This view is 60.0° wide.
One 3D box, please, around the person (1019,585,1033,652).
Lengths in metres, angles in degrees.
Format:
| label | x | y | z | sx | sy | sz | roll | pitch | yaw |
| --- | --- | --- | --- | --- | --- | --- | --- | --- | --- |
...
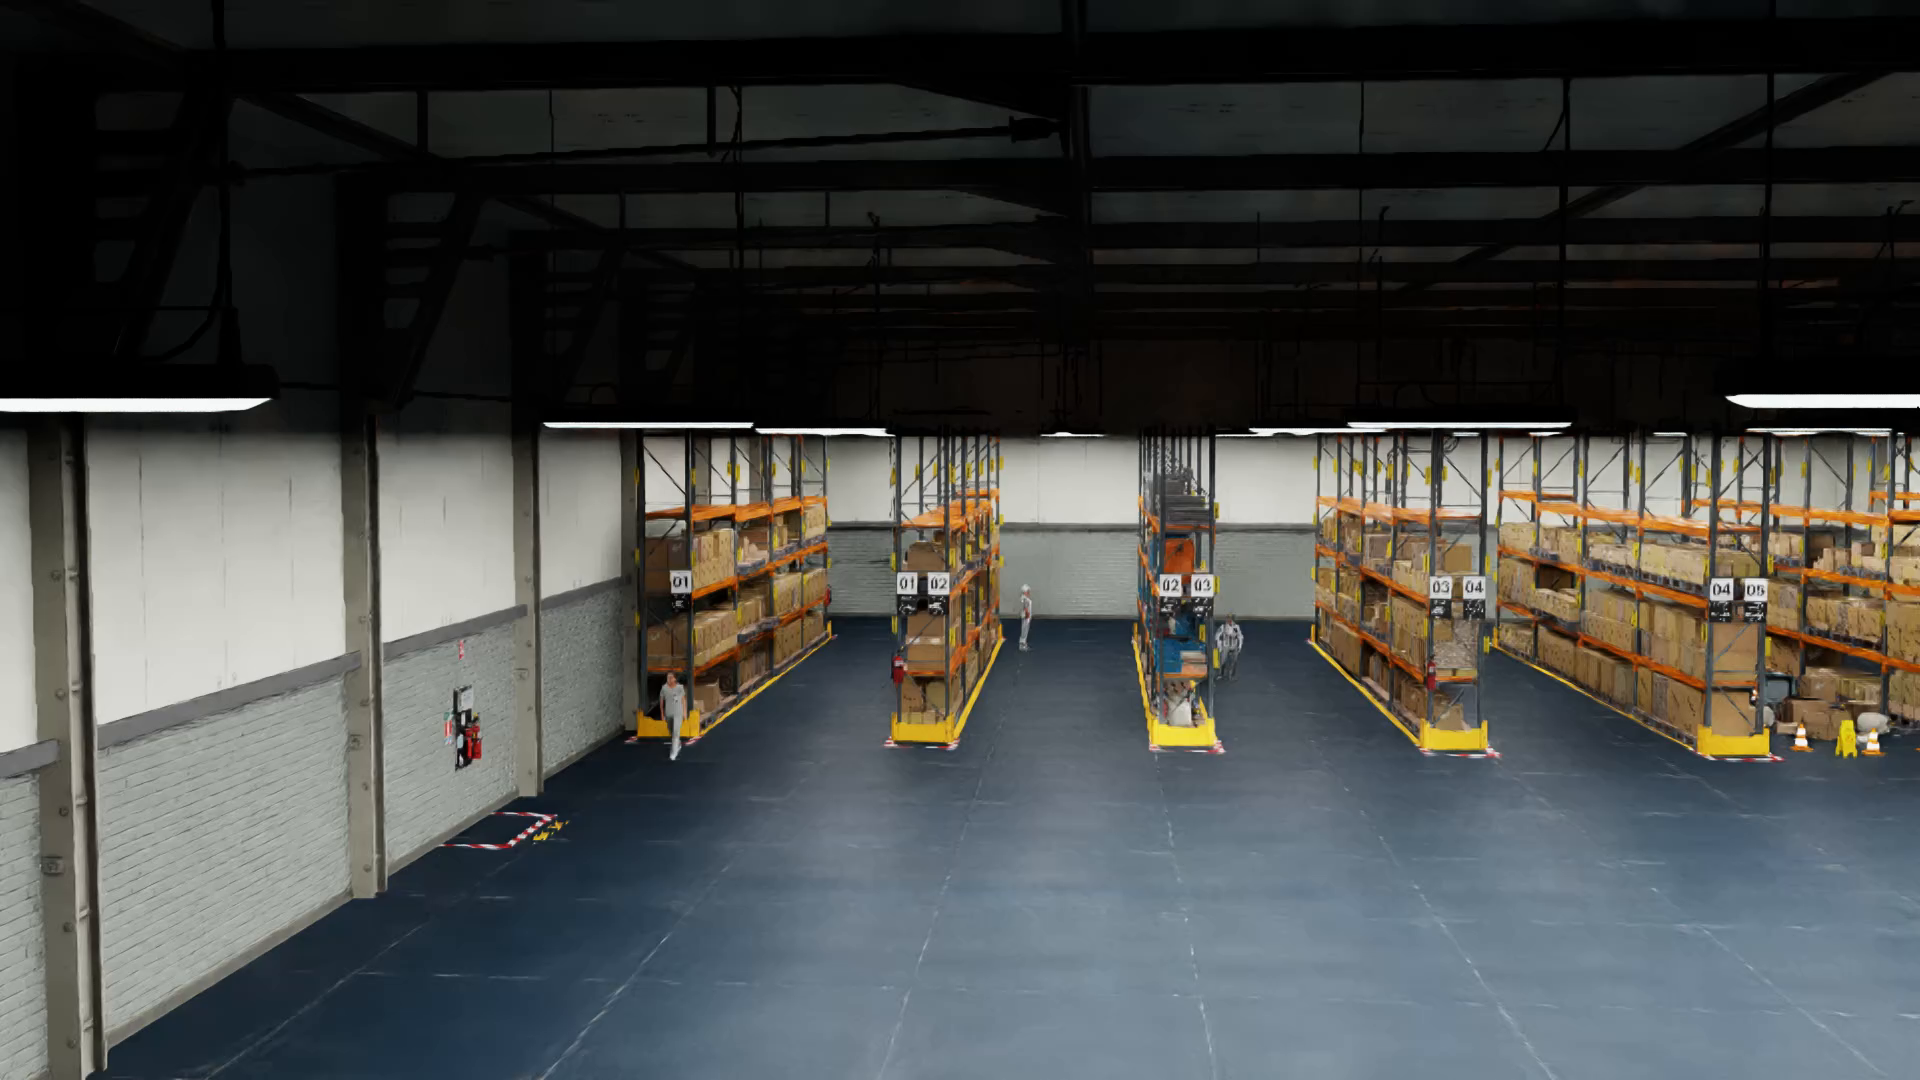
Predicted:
| label | x | y | z | sx | sy | sz | roll | pitch | yaw |
| --- | --- | --- | --- | --- | --- | --- | --- | --- | --- |
| person | 1.782 | 2.088 | 44.614 | 0.381 | 1.792 | 0.671 | 0 | 3 | -4 |

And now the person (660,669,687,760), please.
| label | x | y | z | sx | sy | sz | roll | pitch | yaw |
| --- | --- | --- | --- | --- | --- | --- | --- | --- | --- |
| person | -5.169 | 3.097 | 29.835 | 0.446 | 1.584 | 1.109 | 0 | 4 | 7 |

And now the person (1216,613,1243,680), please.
| label | x | y | z | sx | sy | sz | roll | pitch | yaw |
| --- | --- | --- | --- | --- | --- | --- | --- | --- | --- |
| person | 6.372 | 2.519 | 39.367 | 0.639 | 1.632 | 0.512 | 0 | 3 | 1 |
